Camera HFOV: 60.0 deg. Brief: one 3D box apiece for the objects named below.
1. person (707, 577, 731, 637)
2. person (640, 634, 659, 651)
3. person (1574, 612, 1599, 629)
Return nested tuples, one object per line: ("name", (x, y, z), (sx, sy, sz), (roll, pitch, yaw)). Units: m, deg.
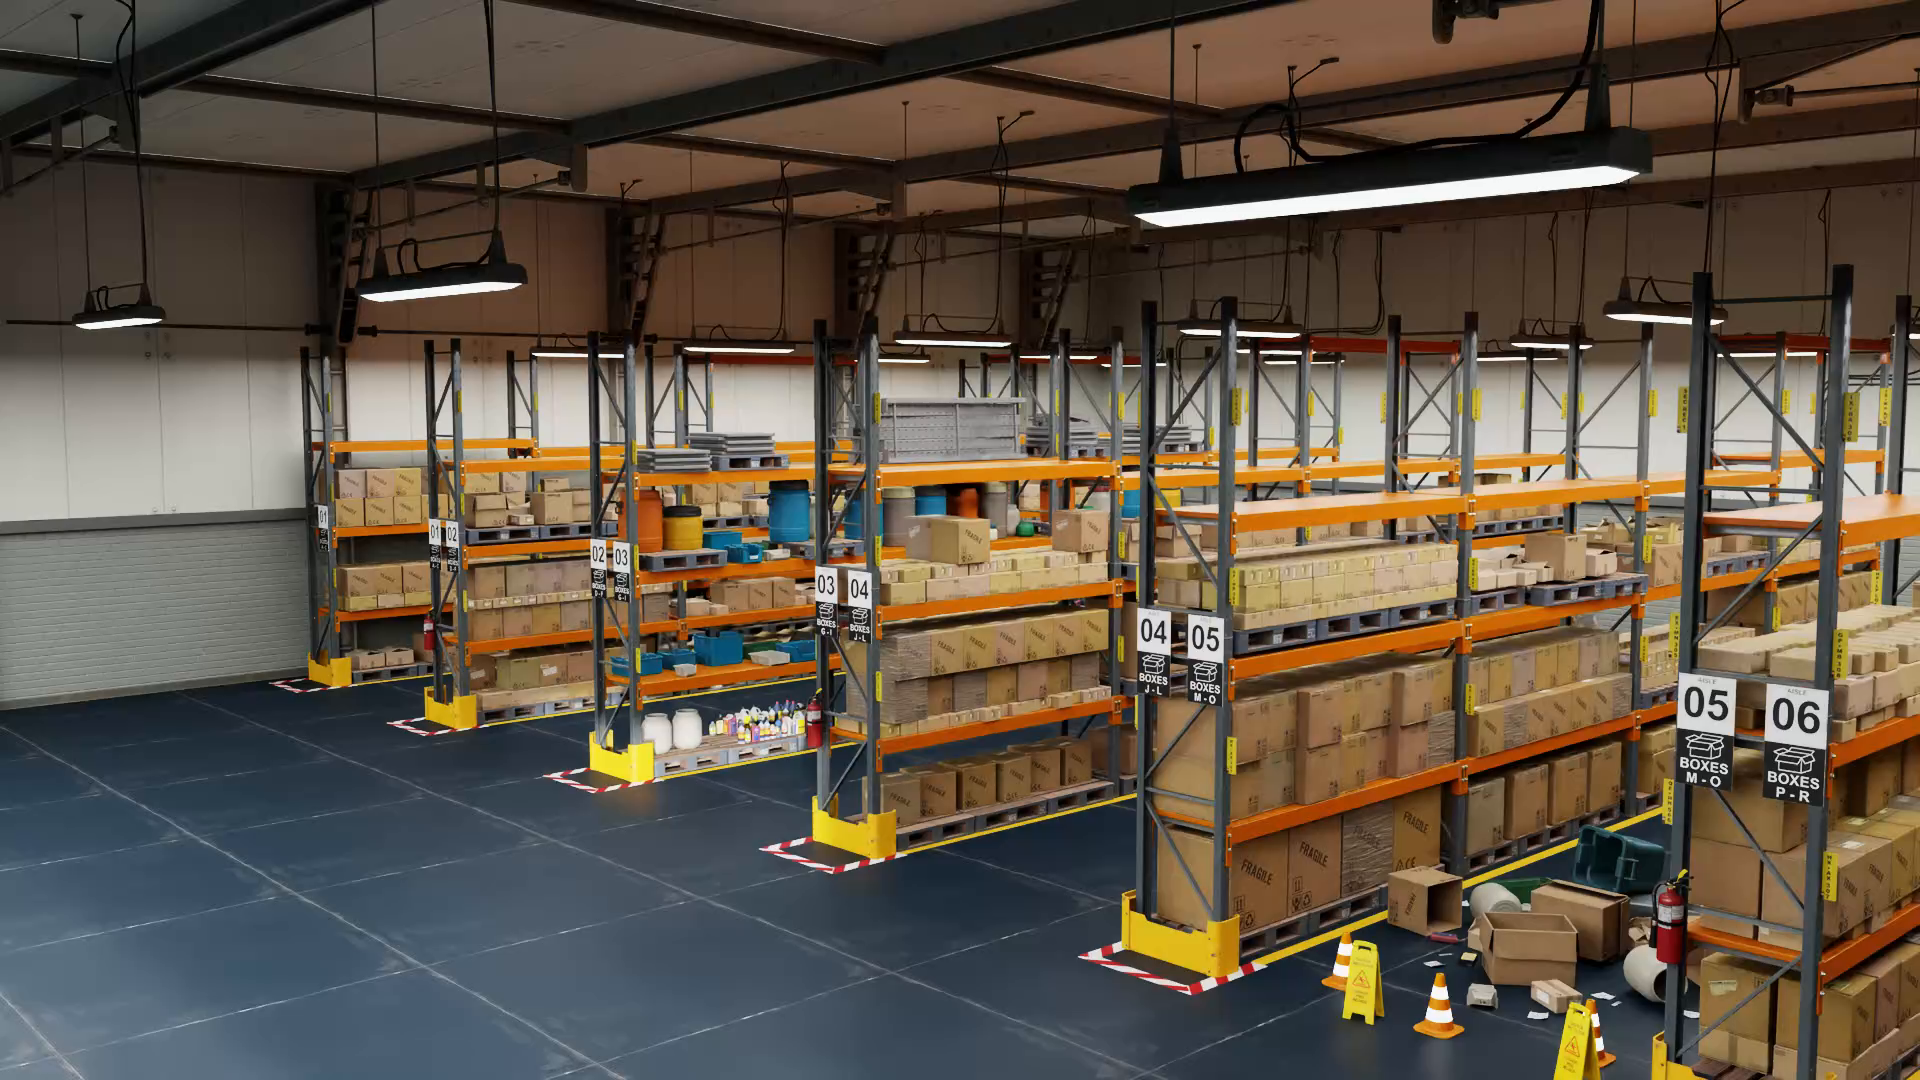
("person", (-4.566, 1.408, 32.229), (0.695, 1.757, 1.046), (4, 6, 37))
("person", (-5.751, 1.686, 30.749), (0.605, 1.551, 0.757), (3, 6, 30))
("person", (11.551, 1.686, 30.829), (0.555, 1.553, 0.535), (-2, 5, -22))
